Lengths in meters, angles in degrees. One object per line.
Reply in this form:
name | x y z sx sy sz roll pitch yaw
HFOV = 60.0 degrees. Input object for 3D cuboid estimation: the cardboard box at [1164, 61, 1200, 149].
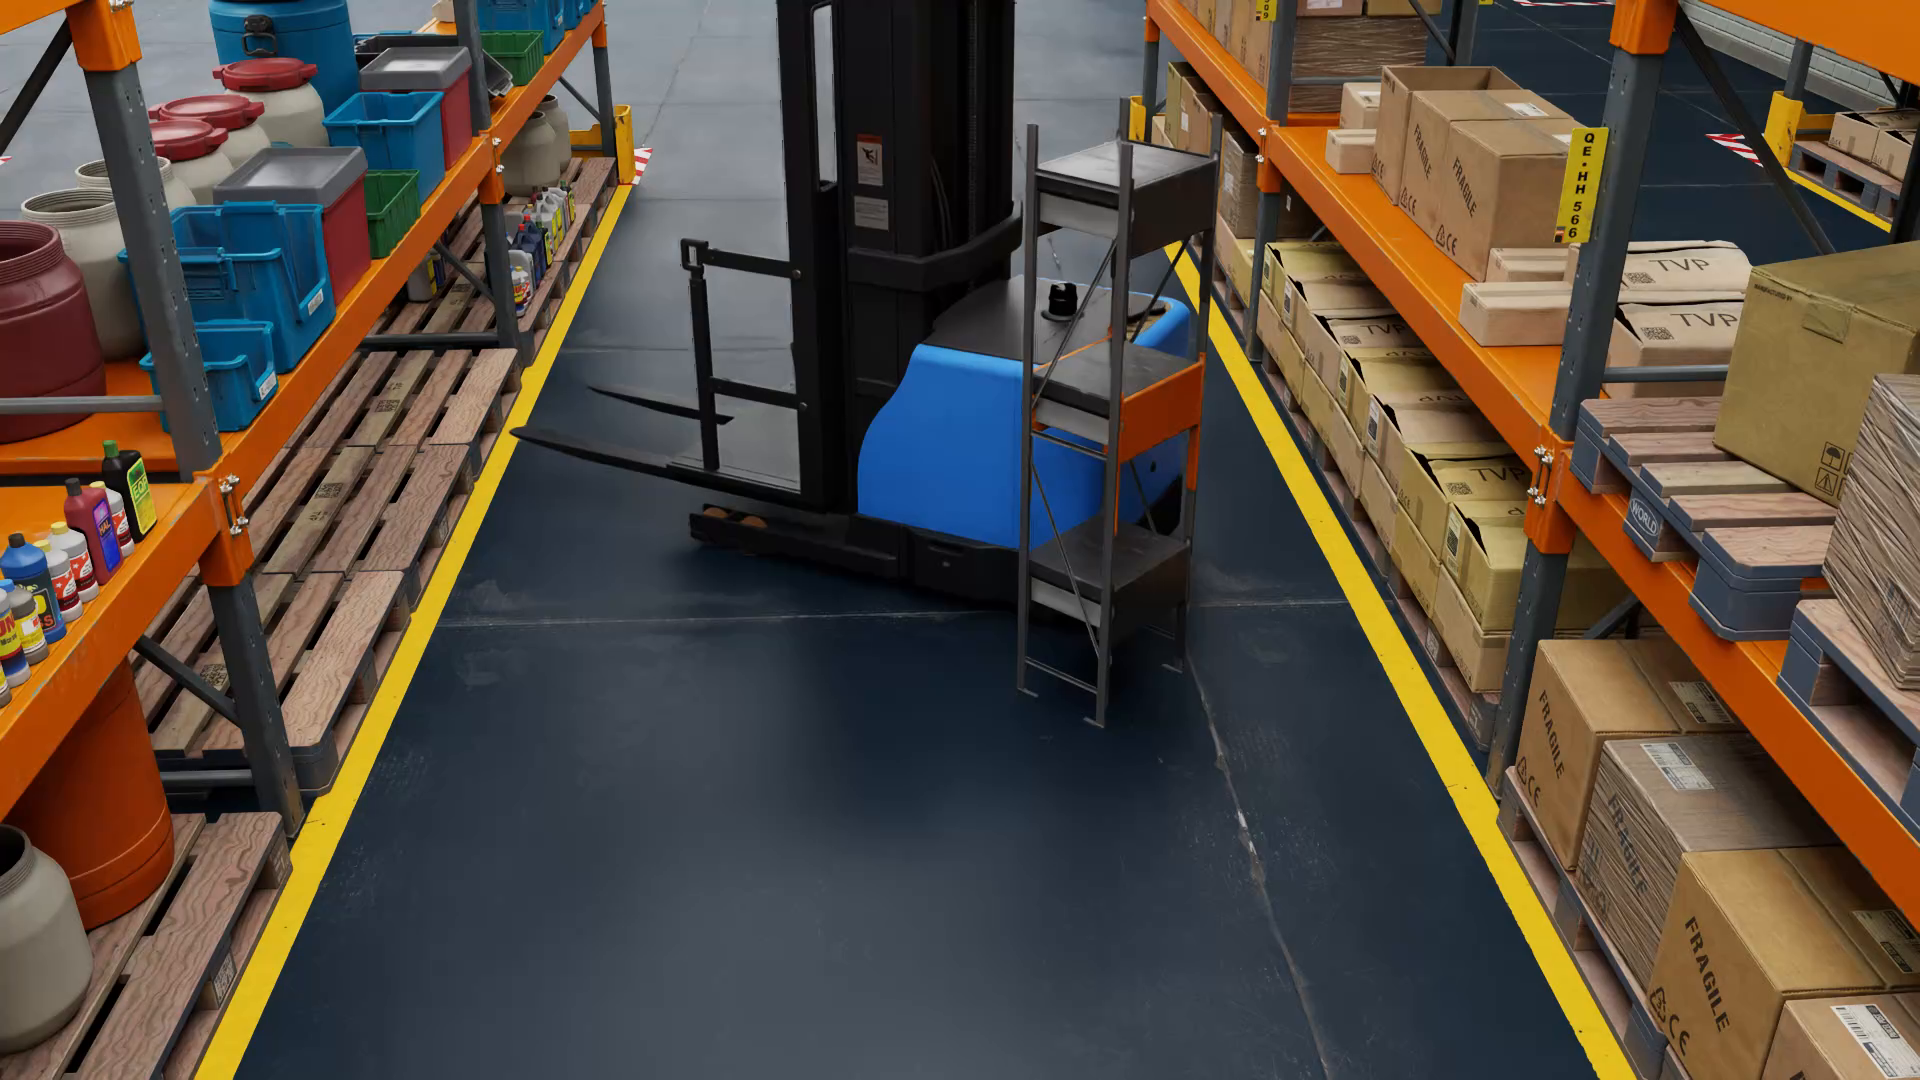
cardboard box | 1.707 -3.001 11.469 0.500 0.500 0.500 -1 28 -3

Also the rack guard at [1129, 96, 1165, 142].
rack guard | 1.872 -3.088 12.630 1.175 0.500 0.348 -1 28 -3

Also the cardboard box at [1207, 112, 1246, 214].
cardboard box | 1.795 -2.309 10.141 0.500 0.500 0.500 -1 28 -3

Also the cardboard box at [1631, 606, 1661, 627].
cardboard box | 2.557 0.045 5.834 0.500 0.311 0.500 0 28 -1

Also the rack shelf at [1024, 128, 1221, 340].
rack shelf | 0.527 -1.007 5.427 0.431 0.518 0.480 22 35 36

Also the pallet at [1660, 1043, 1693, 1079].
pallet | 2.353 1.653 3.852 1.003 0.211 1.213 -1 28 -3

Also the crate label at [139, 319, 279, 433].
crate label | -2.304 -0.502 5.151 0.303 0.233 0.416 -1 28 -3

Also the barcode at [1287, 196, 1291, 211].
barcode | 1.679 -1.723 8.498 0.001 0.075 0.075 -1 28 -3

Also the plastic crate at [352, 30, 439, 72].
plastic crate | -3.194 -2.659 9.265 0.499 0.251 0.616 -1 28 -3

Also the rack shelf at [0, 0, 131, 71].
rack shelf | -2.552 -0.460 2.423 1.077 0.370 4.000 -1 28 -3

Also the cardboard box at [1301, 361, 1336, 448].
cardboard box | 1.911 -0.638 7.748 0.500 0.250 0.500 -2 28 -4

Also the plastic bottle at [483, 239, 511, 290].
plastic bottle | -2.637 -1.620 9.501 0.144 0.351 0.185 -1 28 -3

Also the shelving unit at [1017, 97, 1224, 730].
shelving unit | 0.527 -0.399 5.744 0.431 2.100 0.503 22 35 36

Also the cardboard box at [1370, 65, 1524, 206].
cardboard box | 2.133 -1.784 7.319 0.500 0.500 0.500 1 28 1

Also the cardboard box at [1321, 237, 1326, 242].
cardboard box | 2.339 -1.758 9.896 0.500 0.250 0.500 -1 28 -3

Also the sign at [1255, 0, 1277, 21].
sign | 1.528 -2.743 8.244 0.100 0.325 0.005 -1 28 -3

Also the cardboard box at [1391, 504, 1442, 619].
cardboard box | 1.989 0.067 6.397 0.500 0.250 0.500 -2 28 -3

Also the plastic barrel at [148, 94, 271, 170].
plastic barrel | -2.996 -1.495 6.725 0.433 0.535 0.433 0 28 0

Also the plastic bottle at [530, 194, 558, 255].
plastic bottle | -2.525 -1.907 10.052 0.144 0.351 0.185 -2 28 -3

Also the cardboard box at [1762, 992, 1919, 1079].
cardboard box | 2.116 1.354 3.638 0.500 0.500 0.500 -2 28 -4

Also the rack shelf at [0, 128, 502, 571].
rack shelf | -2.761 -0.978 6.659 1.077 0.370 4.000 -1 28 -3

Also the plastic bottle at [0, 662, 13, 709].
plastic bottle | -2.184 0.277 3.691 0.097 0.201 0.097 0 28 0

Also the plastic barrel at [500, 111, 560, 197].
plastic barrel | -2.937 -2.617 11.260 0.421 0.512 0.421 0 28 0

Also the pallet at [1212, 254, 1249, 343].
pallet | 2.082 -1.470 9.840 1.003 0.211 1.213 -1 28 -3

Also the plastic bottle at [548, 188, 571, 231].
plastic bottle | -2.554 -2.100 10.503 0.152 0.276 0.135 -1 28 -2

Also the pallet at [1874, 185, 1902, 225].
pallet | 6.891 -2.097 11.043 1.003 0.211 1.213 -1 28 -3

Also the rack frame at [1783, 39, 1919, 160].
rack frame | 6.820 -4.307 12.264 1.000 3.000 0.127 -1 28 -3

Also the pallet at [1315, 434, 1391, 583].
pallet | 2.226 -0.198 7.401 1.003 0.211 1.213 -1 28 -3

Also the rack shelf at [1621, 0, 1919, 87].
rack shelf | 2.395 -0.578 2.649 1.077 0.370 4.000 -1 28 -3

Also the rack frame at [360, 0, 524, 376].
rack frame | -2.865 -2.220 8.263 1.000 3.000 0.127 -1 28 -3

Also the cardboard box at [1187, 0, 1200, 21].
cardboard box | 1.917 -3.771 11.129 0.700 0.500 0.500 -1 28 -1

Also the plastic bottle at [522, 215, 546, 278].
plastic bottle | -2.503 -1.711 9.675 0.144 0.351 0.185 -3 28 -5

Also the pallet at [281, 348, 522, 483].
pallet | -2.785 -0.622 8.214 1.003 0.211 1.213 -1 28 -3

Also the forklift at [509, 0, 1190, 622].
forklift | -0.597 -1.435 6.832 3.031 2.935 1.130 13 30 23

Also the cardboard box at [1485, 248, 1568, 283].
cardboard box | 2.168 -0.967 6.132 0.380 0.149 0.250 1 28 1

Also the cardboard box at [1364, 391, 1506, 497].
cardboard box | 1.960 -0.416 6.716 0.500 0.311 0.500 -2 28 -3

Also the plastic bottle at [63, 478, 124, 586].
plastic bottle | -2.197 -0.038 4.206 0.061 0.283 0.133 -1 28 -3

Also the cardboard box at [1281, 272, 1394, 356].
cardboard box | 1.876 -1.126 8.077 0.500 0.311 0.500 -2 28 -3

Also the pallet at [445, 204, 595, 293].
pallet | -2.925 -1.860 10.587 1.003 0.211 1.213 -1 28 -3

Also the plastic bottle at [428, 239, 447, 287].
plastic bottle | -3.050 -1.602 9.547 0.152 0.276 0.135 -1 28 -3

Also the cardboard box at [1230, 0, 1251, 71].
cardboard box | 1.996 -3.062 9.770 0.700 0.500 0.500 -1 28 -2

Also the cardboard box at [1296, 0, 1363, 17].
cardboard box | 1.854 -2.790 8.547 0.380 0.149 0.250 -1 28 -3

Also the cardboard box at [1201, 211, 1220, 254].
cardboard box | 1.782 -1.976 10.314 0.500 0.250 0.500 -1 28 -3

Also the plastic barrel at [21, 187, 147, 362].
plastic barrel | -2.923 -0.892 5.597 0.421 0.512 0.421 0 28 0

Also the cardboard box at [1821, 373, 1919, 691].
cardboard box | 2.293 -0.006 3.456 0.700 0.500 0.500 4 28 7

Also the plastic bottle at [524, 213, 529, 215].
plastic bottle | -2.653 -1.904 10.206 0.097 0.201 0.097 0 28 0

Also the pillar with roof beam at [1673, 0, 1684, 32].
pillar with roof beam | 3.108 -9.331 15.410 9.100 9.000 0.400 -1 28 -3

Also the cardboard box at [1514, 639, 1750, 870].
cardboard box | 2.029 0.640 5.007 0.500 0.500 0.500 0 28 0

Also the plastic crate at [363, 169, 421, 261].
plastic crate | -2.492 -1.329 6.783 0.450 0.188 0.662 -1 28 -3

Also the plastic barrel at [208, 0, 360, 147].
plastic barrel | -3.147 -2.257 7.791 0.600 0.901 0.708 -1 28 -3

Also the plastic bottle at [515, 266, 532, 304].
plastic bottle | -2.454 -1.426 9.291 0.097 0.201 0.097 0 28 0

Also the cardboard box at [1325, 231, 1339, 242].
cardboard box | 2.370 -1.859 9.280 0.500 0.500 0.500 -1 28 -3

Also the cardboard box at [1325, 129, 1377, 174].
cardboard box | 1.924 -1.813 7.753 0.380 0.149 0.250 -1 28 -3

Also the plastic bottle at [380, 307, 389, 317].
plastic bottle | -3.195 -1.335 9.115 0.097 0.201 0.097 0 28 0

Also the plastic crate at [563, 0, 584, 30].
plastic crate | -2.721 -3.478 10.835 0.499 0.251 0.408 -1 28 -3

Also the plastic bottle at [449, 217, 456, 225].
plastic bottle | -3.285 -2.129 10.639 0.097 0.201 0.097 0 28 0

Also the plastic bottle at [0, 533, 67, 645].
plastic bottle | -2.199 0.111 3.933 0.097 0.271 0.097 0 28 0
